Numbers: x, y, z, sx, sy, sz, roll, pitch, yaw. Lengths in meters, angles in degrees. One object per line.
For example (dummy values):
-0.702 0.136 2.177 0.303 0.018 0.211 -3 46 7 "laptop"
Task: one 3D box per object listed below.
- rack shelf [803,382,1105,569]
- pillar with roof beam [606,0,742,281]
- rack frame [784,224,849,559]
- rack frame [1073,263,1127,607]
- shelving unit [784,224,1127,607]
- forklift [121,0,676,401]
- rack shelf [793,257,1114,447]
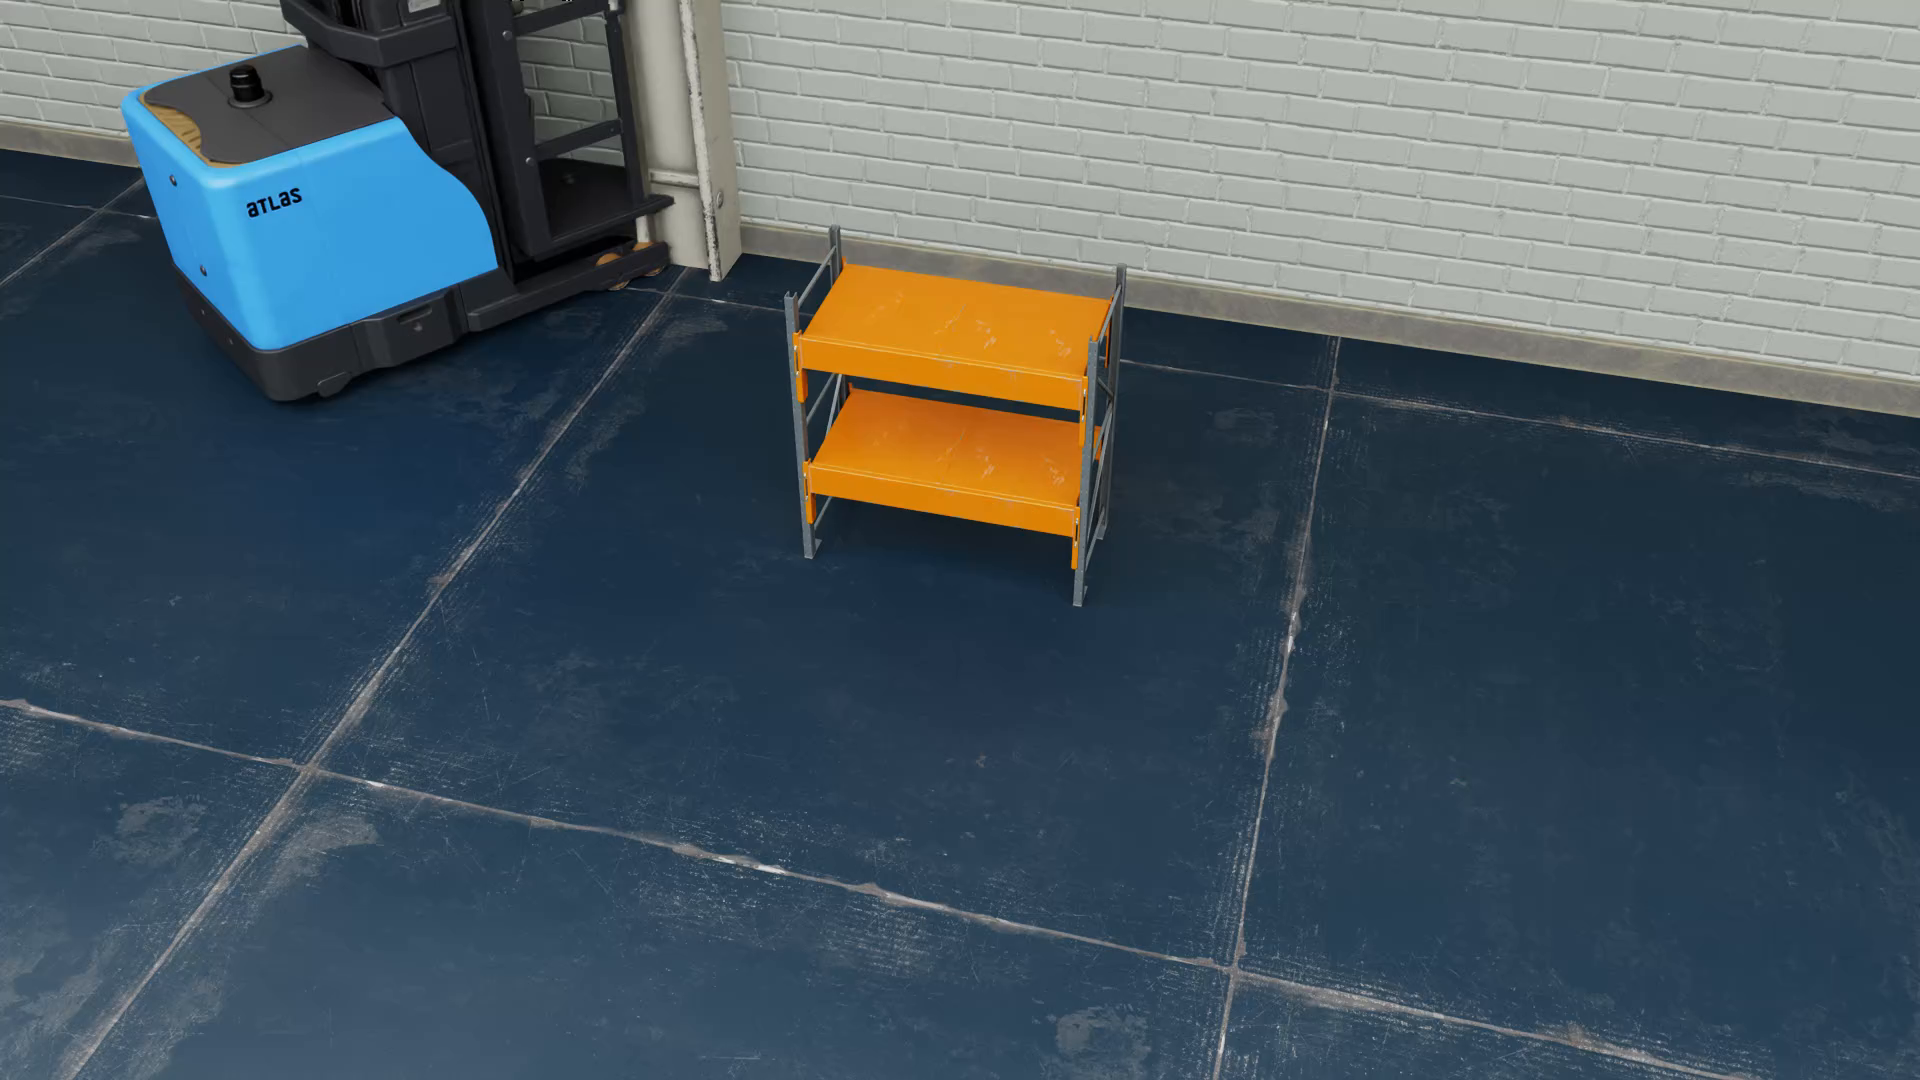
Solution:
-0.007 -0.245 6.047 1.000 0.278 0.538 10 41 11 "rack shelf"
-2.368 -2.091 1.743 0.400 9.000 9.100 10 41 11 "pillar with roof beam"
-0.498 -0.516 5.990 0.032 1.125 0.500 10 41 11 "rack frame"
0.485 -0.347 5.789 0.032 1.125 0.500 10 41 11 "rack frame"
-0.007 -0.432 5.890 1.048 1.125 0.538 10 41 11 "shelving unit"
-1.973 -2.495 6.942 3.031 2.935 1.130 -29 48 -30 "forklift"
-0.007 -0.656 5.701 1.000 0.278 0.538 10 41 11 "rack shelf"
